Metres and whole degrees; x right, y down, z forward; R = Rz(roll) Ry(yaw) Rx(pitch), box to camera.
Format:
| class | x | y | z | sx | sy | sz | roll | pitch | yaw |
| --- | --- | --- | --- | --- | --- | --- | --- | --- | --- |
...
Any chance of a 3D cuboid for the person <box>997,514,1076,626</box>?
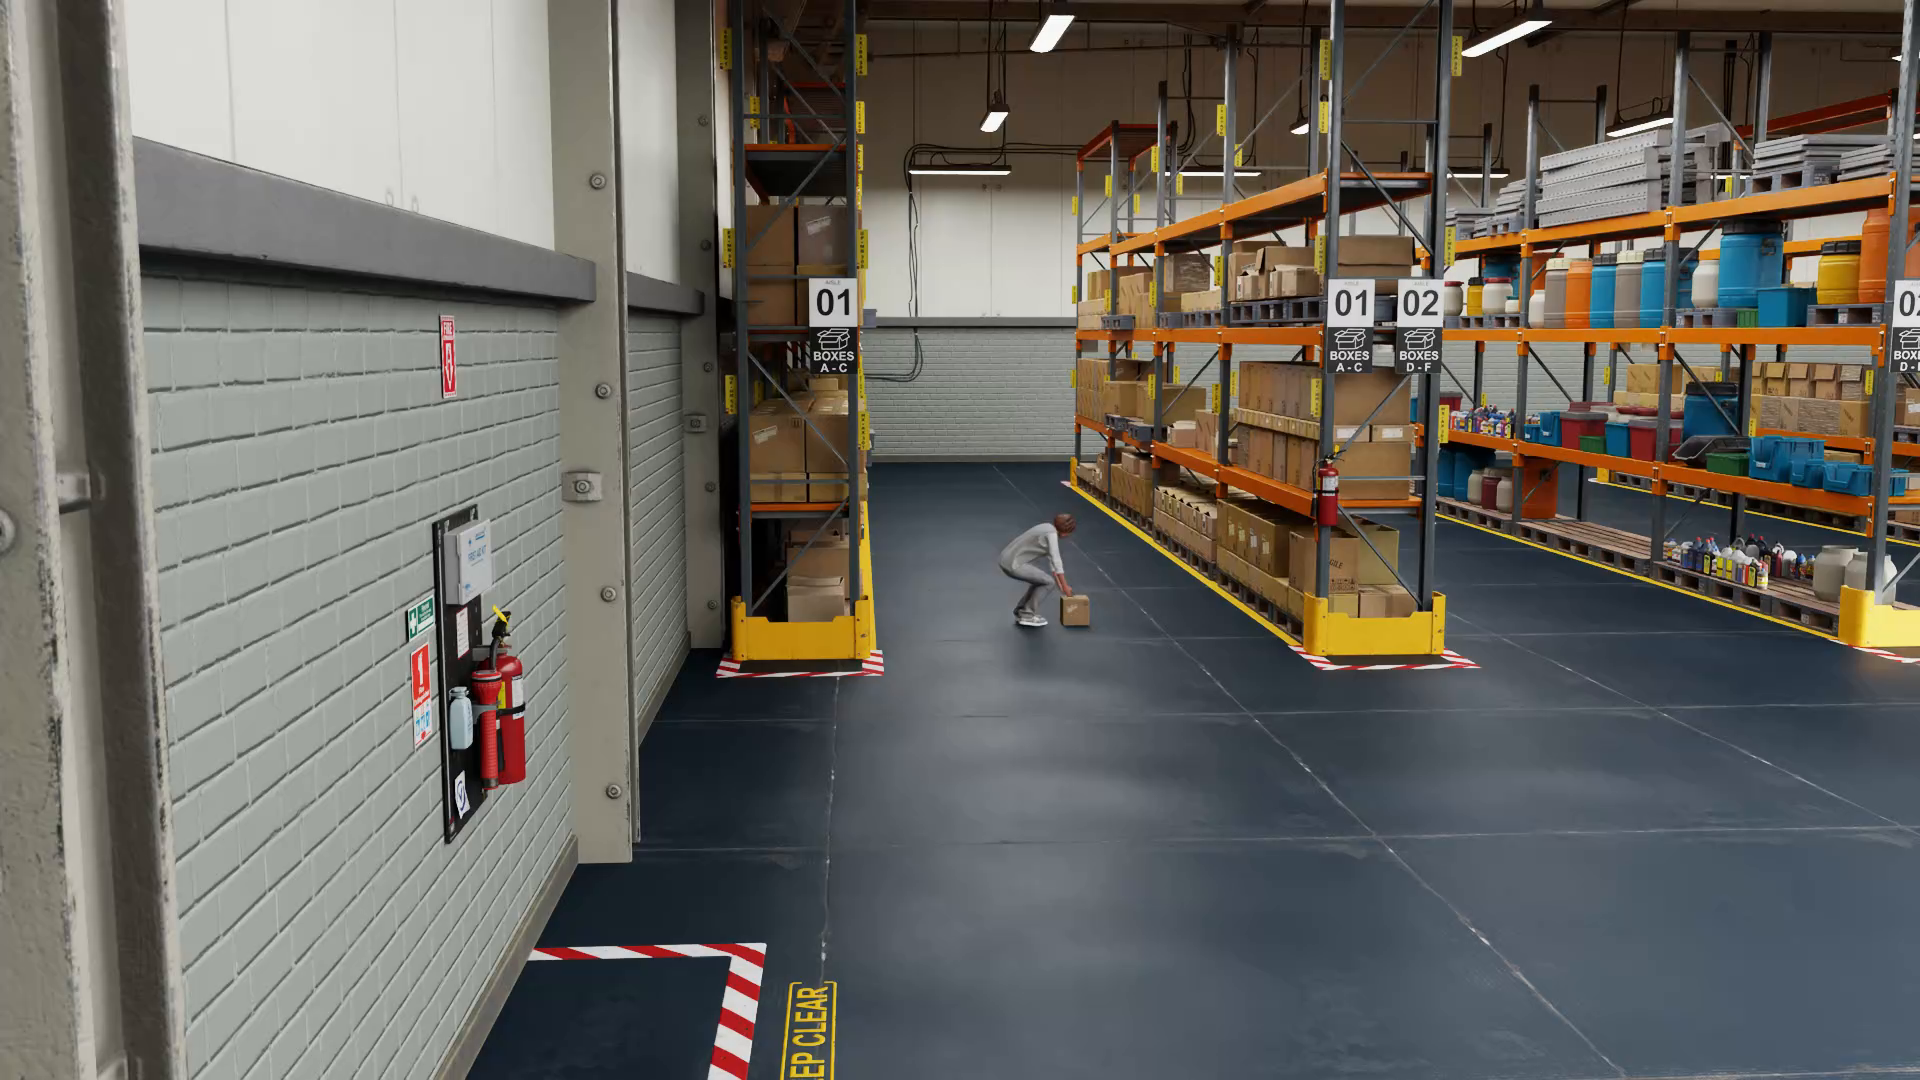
| class | x | y | z | sx | sy | sz | roll | pitch | yaw |
| --- | --- | --- | --- | --- | --- | --- | --- | --- | --- |
| person | 0.730 | 0.282 | 15.821 | 0.761 | 1.035 | 0.456 | 0 | 7 | -4 |
